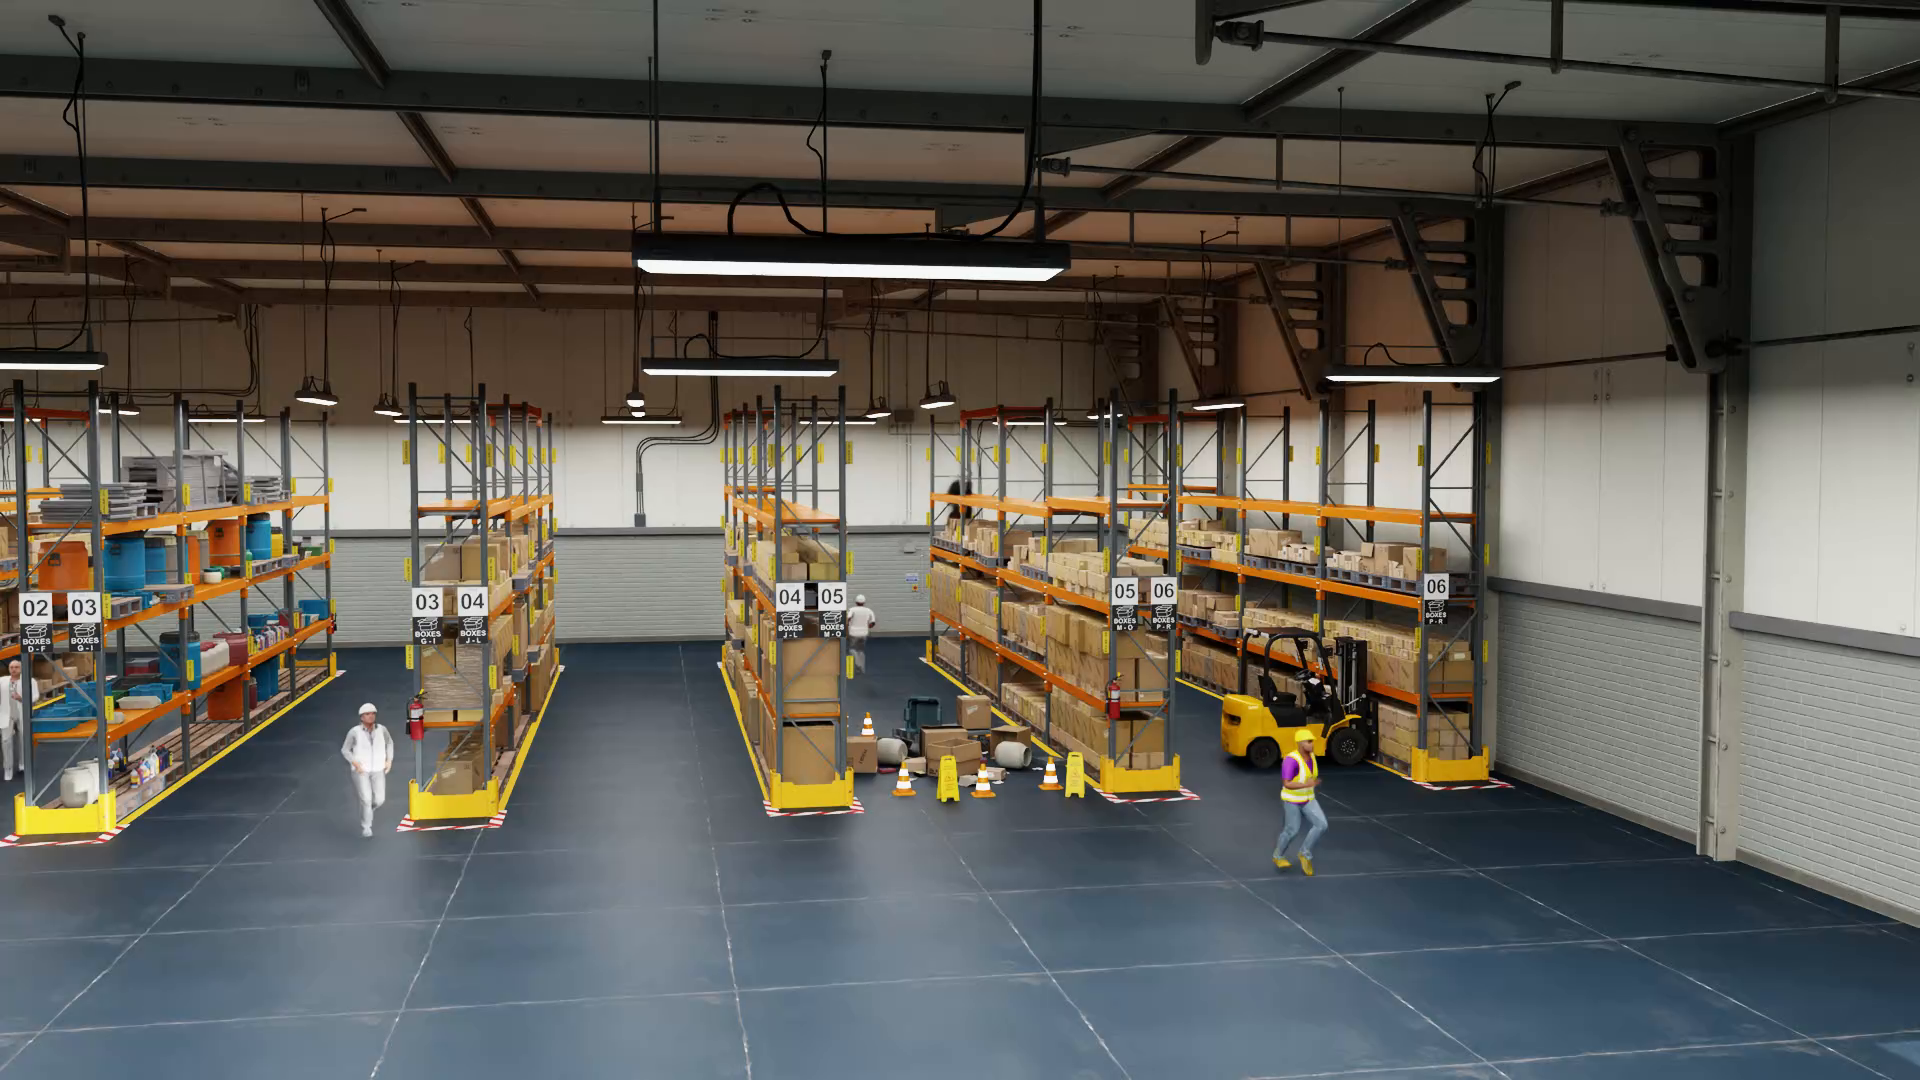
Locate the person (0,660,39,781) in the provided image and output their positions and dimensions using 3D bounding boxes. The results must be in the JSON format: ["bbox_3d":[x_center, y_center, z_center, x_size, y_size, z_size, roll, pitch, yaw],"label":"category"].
[{"bbox_3d":[-14.739,2.798,25.953,0.672,1.849,0.855,-1,3,-26],"label":"person"}]

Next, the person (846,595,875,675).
[{"bbox_3d":[-2.212,2.063,36.169,0.704,1.758,0.550,-1,3,-18],"label":"person"}]

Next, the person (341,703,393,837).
[{"bbox_3d":[-7.851,3.025,22.063,0.691,1.739,0.614,-2,4,-37],"label":"person"}]

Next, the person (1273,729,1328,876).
[{"bbox_3d":[4.056,3.117,19.834,0.732,1.758,0.810,-2,4,-39],"label":"person"}]
